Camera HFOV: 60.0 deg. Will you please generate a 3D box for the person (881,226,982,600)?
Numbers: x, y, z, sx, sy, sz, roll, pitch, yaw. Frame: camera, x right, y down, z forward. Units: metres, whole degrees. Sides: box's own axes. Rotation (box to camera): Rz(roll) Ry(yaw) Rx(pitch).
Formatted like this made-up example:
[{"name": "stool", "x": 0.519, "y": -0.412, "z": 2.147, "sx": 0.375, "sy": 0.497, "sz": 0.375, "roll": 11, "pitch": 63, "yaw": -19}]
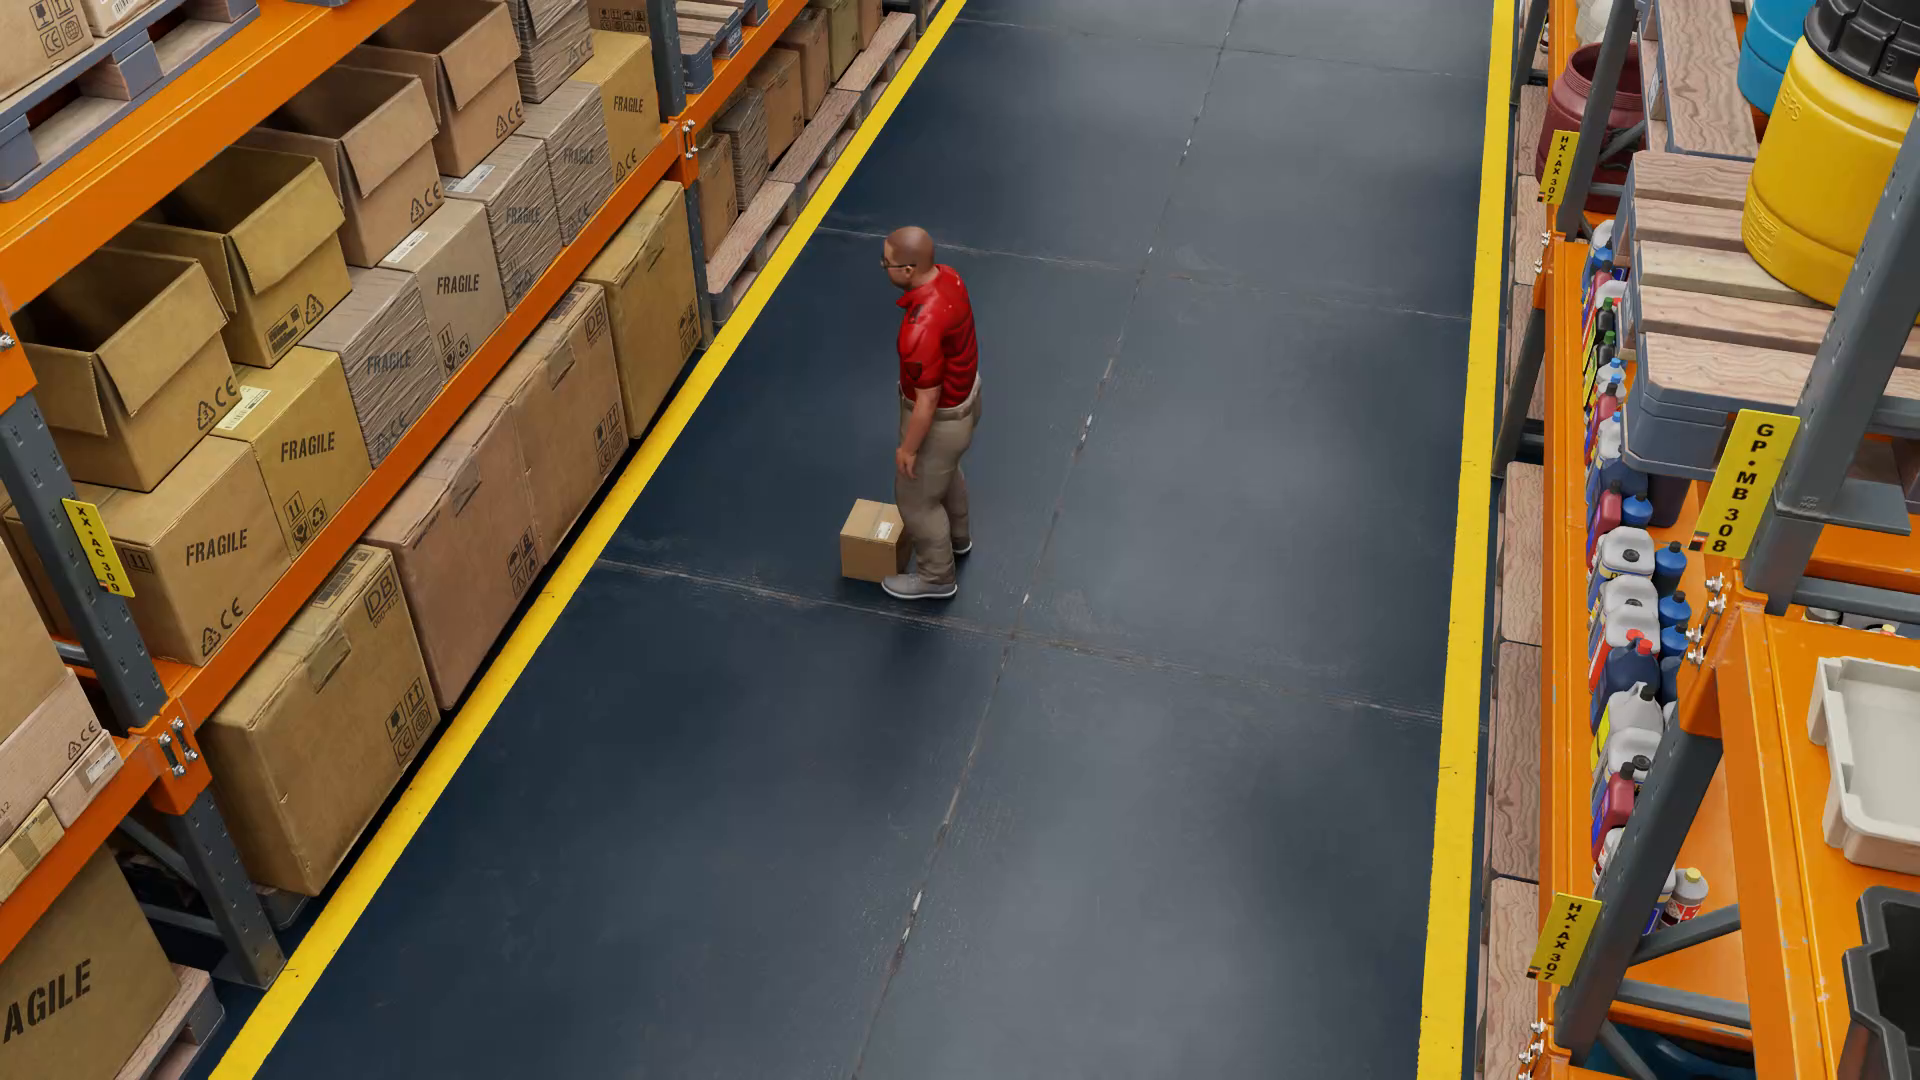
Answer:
[{"name": "person", "x": -0.119, "y": -0.509, "z": 6.758, "sx": 0.386, "sy": 1.727, "sz": 0.595, "roll": 9, "pitch": 42, "yaw": 10}]
